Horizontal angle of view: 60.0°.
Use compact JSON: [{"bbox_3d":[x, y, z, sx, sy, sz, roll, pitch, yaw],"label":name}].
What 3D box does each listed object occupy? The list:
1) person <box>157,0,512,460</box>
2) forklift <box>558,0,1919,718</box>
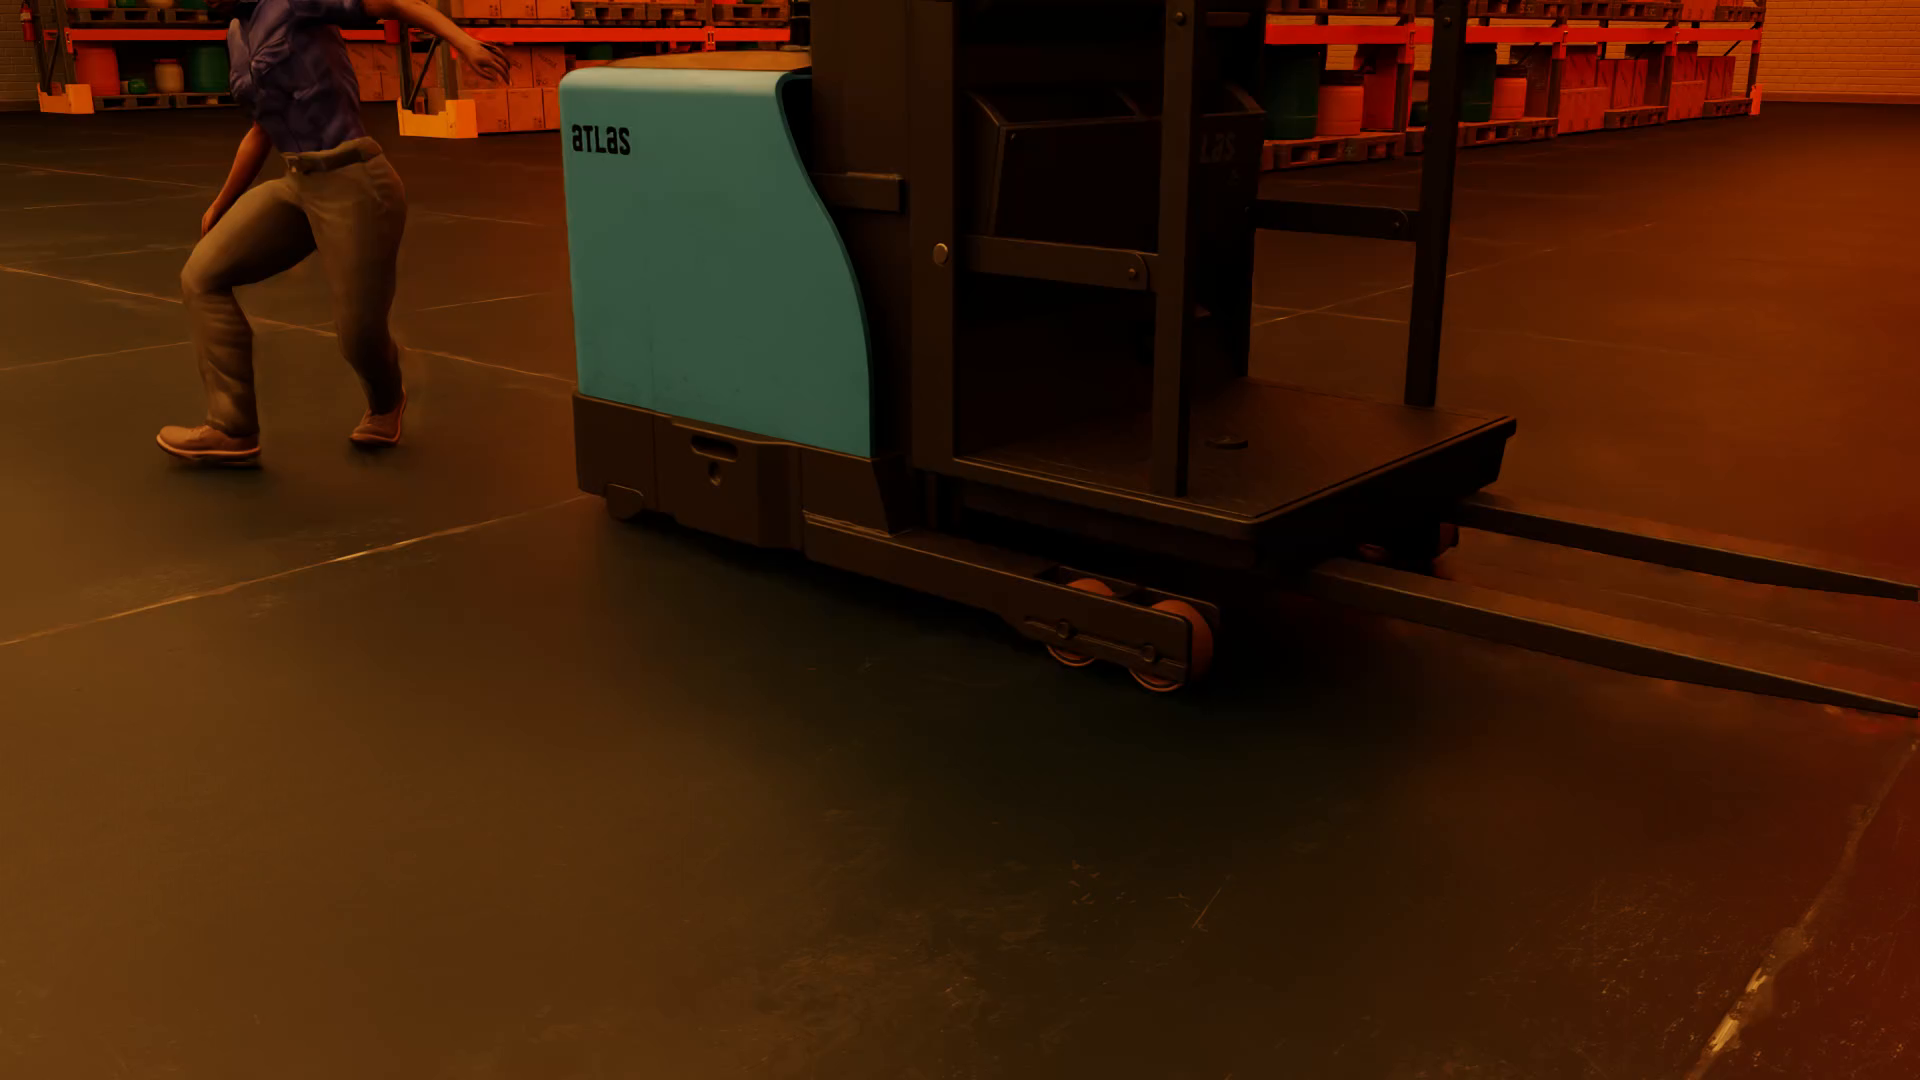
[{"bbox_3d":[-1.690,-0.903,4.424,1.105,1.454,0.669,12,21,35],"label":"person"},{"bbox_3d":[0.493,-1.297,3.170,3.031,2.935,1.130,14,22,39],"label":"forklift"}]
